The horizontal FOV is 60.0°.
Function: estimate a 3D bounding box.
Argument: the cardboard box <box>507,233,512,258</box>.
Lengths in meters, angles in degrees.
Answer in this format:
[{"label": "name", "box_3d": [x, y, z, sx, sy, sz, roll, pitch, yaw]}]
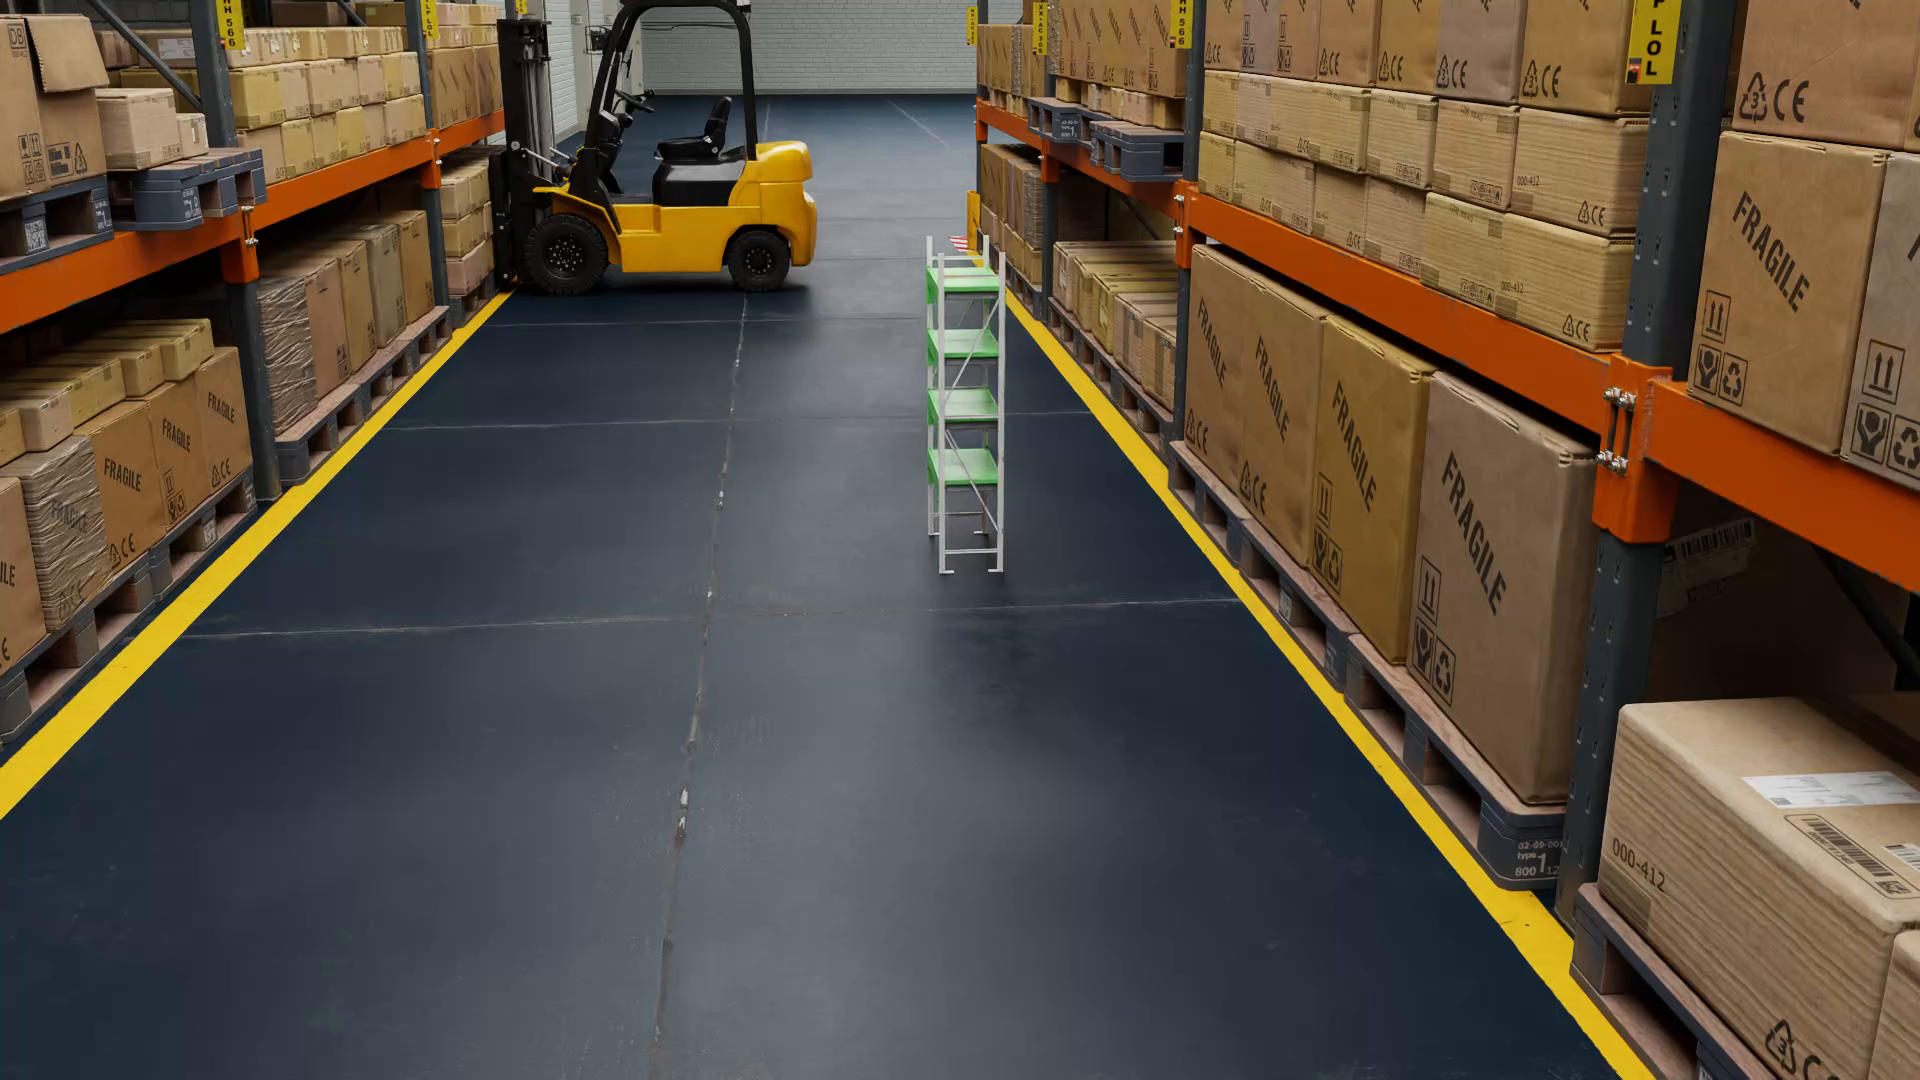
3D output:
[{"label": "cardboard box", "box_3d": [-3.762, -2.280, 12.821, 0.500, 0.250, 0.500, -1, 17, -4]}]

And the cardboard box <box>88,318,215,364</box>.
[{"label": "cardboard box", "box_3d": [-3.157, -0.768, 6.505, 0.380, 0.149, 0.250, -3, 18, -8]}]

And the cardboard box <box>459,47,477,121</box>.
[{"label": "cardboard box", "box_3d": [-3.782, -3.275, 11.935, 0.500, 0.500, 0.500, -2, 18, -6]}]

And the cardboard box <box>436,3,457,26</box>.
[{"label": "cardboard box", "box_3d": [-3.687, -3.616, 11.440, 0.380, 0.149, 0.250, -1, 17, -4]}]

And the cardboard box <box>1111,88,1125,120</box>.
[{"label": "cardboard box", "box_3d": [0.978, -2.224, 8.470, 0.380, 0.149, 0.250, -1, 17, -5]}]

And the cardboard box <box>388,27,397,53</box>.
[{"label": "cardboard box", "box_3d": [-3.572, -2.968, 9.873, 0.380, 0.149, 0.250, -2, 18, -6]}]

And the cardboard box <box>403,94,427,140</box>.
[{"label": "cardboard box", "box_3d": [-3.560, -2.568, 10.100, 0.500, 0.250, 0.500, -1, 17, -4]}]

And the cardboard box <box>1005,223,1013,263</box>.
[{"label": "cardboard box", "box_3d": [0.623, -2.303, 12.893, 0.500, 0.250, 0.500, -2, 17, -5]}]

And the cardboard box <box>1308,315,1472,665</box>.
[{"label": "cardboard box", "box_3d": [1.645, -0.191, 5.123, 0.875, 0.875, 0.875, -1, 17, -4]}]

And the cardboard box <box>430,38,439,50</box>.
[{"label": "cardboard box", "box_3d": [-3.672, -3.319, 10.992, 0.380, 0.149, 0.250, -1, 17, -4]}]

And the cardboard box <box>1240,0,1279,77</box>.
[{"label": "cardboard box", "box_3d": [1.345, -1.967, 6.100, 0.500, 0.500, 0.500, -2, 18, -5]}]

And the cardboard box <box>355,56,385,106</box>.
[{"label": "cardboard box", "box_3d": [-3.461, -2.505, 9.064, 0.500, 0.250, 0.500, -1, 17, -5]}]

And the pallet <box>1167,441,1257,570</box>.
[{"label": "pallet", "box_3d": [1.483, -0.177, 6.888, 1.003, 0.211, 1.213, -2, 18, -6]}]

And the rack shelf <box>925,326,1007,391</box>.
[{"label": "rack shelf", "box_3d": [0.017, -0.691, 6.288, 0.258, 0.148, 0.480, -2, 18, -6]}]

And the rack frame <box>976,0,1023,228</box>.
[{"label": "rack frame", "box_3d": [0.652, -4.128, 14.818, 1.000, 3.000, 0.127, -2, 18, -6]}]

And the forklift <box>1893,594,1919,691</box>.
[{"label": "forklift", "box_3d": [3.213, -0.967, 4.863, 1.130, 2.935, 3.031, -3, 18, -9]}]

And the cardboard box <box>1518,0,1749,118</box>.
[{"label": "cardboard box", "box_3d": [1.593, -1.203, 3.665, 0.500, 0.500, 0.500, -1, 17, -4]}]

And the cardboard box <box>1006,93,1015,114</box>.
[{"label": "cardboard box", "box_3d": [0.561, -3.358, 12.785, 0.380, 0.149, 0.250, -2, 18, -5]}]

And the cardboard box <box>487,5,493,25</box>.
[{"label": "cardboard box", "box_3d": [-3.839, -4.072, 12.894, 0.380, 0.149, 0.250, -1, 17, -4]}]

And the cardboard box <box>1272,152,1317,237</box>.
[{"label": "cardboard box", "box_3d": [1.396, -1.211, 5.776, 0.500, 0.250, 0.500, -1, 17, -4]}]

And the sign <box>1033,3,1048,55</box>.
[{"label": "sign", "box_3d": [0.525, -3.330, 10.832, 0.100, 0.325, 0.005, -2, 18, -6]}]

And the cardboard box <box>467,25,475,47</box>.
[{"label": "cardboard box", "box_3d": [-3.784, -3.703, 12.216, 0.380, 0.149, 0.250, -2, 18, -7]}]

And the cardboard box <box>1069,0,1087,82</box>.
[{"label": "cardboard box", "box_3d": [0.917, -2.881, 9.481, 0.500, 0.500, 0.500, -2, 18, -6]}]

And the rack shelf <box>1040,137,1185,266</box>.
[{"label": "rack shelf", "box_3d": [1.270, -1.997, 9.232, 1.077, 0.370, 4.000, -2, 18, -6]}]

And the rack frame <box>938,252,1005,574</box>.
[{"label": "rack frame", "box_3d": [0.042, -0.450, 6.109, 0.240, 1.200, 0.015, -2, 18, -6]}]

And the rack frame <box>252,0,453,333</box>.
[{"label": "rack frame", "box_3d": [-3.873, -2.782, 10.530, 1.000, 3.000, 0.127, -2, 18, -6]}]

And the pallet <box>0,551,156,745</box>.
[{"label": "pallet", "box_3d": [-3.298, 0.327, 5.285, 1.003, 0.211, 1.213, -2, 18, -6]}]

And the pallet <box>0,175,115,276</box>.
[{"label": "pallet", "box_3d": [-3.255, -0.919, 4.918, 1.003, 0.211, 1.213, -2, 18, -6]}]

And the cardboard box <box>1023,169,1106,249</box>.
[{"label": "cardboard box", "box_3d": [0.736, -2.351, 11.794, 0.500, 0.500, 0.500, -2, 18, -6]}]

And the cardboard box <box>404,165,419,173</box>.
[{"label": "cardboard box", "box_3d": [-4.222, -2.590, 12.138, 0.500, 0.250, 0.500, -2, 18, -5]}]

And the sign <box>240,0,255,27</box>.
[{"label": "sign", "box_3d": [-4.425, -3.215, 10.333, 0.100, 0.325, 0.005, -2, 18, -6]}]

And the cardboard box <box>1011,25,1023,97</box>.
[{"label": "cardboard box", "box_3d": [0.653, -3.558, 12.340, 0.500, 0.500, 0.500, -1, 17, -4]}]

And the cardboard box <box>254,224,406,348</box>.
[{"label": "cardboard box", "box_3d": [-3.735, -1.463, 9.592, 0.875, 0.625, 0.625, -2, 18, -6]}]

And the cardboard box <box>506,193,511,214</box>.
[{"label": "cardboard box", "box_3d": [-3.809, -2.662, 13.204, 0.500, 0.250, 0.500, -2, 18, -7]}]

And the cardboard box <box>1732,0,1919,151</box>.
[{"label": "cardboard box", "box_3d": [1.698, -0.928, 2.790, 0.500, 0.500, 0.500, -2, 18, -5]}]

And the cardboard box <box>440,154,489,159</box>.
[{"label": "cardboard box", "box_3d": [-3.807, -2.910, 13.157, 0.500, 0.250, 0.500, -2, 17, -5]}]

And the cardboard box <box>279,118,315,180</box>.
[{"label": "cardboard box", "box_3d": [-3.310, -1.808, 7.680, 0.500, 0.250, 0.500, -2, 18, -7]}]

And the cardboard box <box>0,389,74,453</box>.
[{"label": "cardboard box", "box_3d": [-3.048, -0.372, 5.244, 0.380, 0.149, 0.250, -3, 18, -8]}]

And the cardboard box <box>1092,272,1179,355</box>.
[{"label": "cardboard box", "box_3d": [1.272, -1.306, 9.514, 0.950, 0.372, 0.625, -1, 17, -4]}]

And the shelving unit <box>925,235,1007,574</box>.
[{"label": "shelving unit", "box_3d": [0.017, -0.523, 6.340, 0.258, 1.200, 0.503, -2, 18, -6]}]

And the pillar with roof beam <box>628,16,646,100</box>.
[{"label": "pillar with roof beam", "box_3d": [-3.922, -15.672, 41.572, 9.100, 9.000, 0.400, -2, 18, -6]}]

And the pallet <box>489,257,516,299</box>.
[{"label": "pallet", "box_3d": [-4.042, -2.054, 12.867, 1.003, 0.211, 1.213, -2, 18, -6]}]

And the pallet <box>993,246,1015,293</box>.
[{"label": "pallet", "box_3d": [0.831, -2.169, 13.234, 1.003, 0.211, 1.213, -2, 18, -6]}]

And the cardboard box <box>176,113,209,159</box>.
[{"label": "cardboard box", "box_3d": [-3.011, -1.487, 6.123, 0.380, 0.149, 0.250, -1, 17, -5]}]

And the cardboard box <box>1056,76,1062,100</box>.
[{"label": "cardboard box", "box_3d": [0.807, -2.842, 10.441, 0.380, 0.149, 0.250, -2, 17, -5]}]

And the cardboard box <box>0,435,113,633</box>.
[{"label": "cardboard box", "box_3d": [-3.033, -0.019, 5.202, 0.500, 0.500, 0.500, -2, 18, -8]}]

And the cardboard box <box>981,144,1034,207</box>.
[{"label": "cardboard box", "box_3d": [0.463, -3.118, 14.240, 0.500, 0.500, 0.500, -2, 18, -7]}]

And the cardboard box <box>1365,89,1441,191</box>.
[{"label": "cardboard box", "box_3d": [1.484, -1.146, 4.737, 0.500, 0.250, 0.500, -1, 17, -4]}]

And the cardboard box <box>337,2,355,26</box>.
[{"label": "cardboard box", "box_3d": [-4.191, -3.443, 10.889, 0.380, 0.149, 0.250, -2, 18, -7]}]

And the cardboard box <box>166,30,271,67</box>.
[{"label": "cardboard box", "box_3d": [-3.229, -2.131, 7.207, 0.380, 0.149, 0.250, -1, 17, -4]}]
